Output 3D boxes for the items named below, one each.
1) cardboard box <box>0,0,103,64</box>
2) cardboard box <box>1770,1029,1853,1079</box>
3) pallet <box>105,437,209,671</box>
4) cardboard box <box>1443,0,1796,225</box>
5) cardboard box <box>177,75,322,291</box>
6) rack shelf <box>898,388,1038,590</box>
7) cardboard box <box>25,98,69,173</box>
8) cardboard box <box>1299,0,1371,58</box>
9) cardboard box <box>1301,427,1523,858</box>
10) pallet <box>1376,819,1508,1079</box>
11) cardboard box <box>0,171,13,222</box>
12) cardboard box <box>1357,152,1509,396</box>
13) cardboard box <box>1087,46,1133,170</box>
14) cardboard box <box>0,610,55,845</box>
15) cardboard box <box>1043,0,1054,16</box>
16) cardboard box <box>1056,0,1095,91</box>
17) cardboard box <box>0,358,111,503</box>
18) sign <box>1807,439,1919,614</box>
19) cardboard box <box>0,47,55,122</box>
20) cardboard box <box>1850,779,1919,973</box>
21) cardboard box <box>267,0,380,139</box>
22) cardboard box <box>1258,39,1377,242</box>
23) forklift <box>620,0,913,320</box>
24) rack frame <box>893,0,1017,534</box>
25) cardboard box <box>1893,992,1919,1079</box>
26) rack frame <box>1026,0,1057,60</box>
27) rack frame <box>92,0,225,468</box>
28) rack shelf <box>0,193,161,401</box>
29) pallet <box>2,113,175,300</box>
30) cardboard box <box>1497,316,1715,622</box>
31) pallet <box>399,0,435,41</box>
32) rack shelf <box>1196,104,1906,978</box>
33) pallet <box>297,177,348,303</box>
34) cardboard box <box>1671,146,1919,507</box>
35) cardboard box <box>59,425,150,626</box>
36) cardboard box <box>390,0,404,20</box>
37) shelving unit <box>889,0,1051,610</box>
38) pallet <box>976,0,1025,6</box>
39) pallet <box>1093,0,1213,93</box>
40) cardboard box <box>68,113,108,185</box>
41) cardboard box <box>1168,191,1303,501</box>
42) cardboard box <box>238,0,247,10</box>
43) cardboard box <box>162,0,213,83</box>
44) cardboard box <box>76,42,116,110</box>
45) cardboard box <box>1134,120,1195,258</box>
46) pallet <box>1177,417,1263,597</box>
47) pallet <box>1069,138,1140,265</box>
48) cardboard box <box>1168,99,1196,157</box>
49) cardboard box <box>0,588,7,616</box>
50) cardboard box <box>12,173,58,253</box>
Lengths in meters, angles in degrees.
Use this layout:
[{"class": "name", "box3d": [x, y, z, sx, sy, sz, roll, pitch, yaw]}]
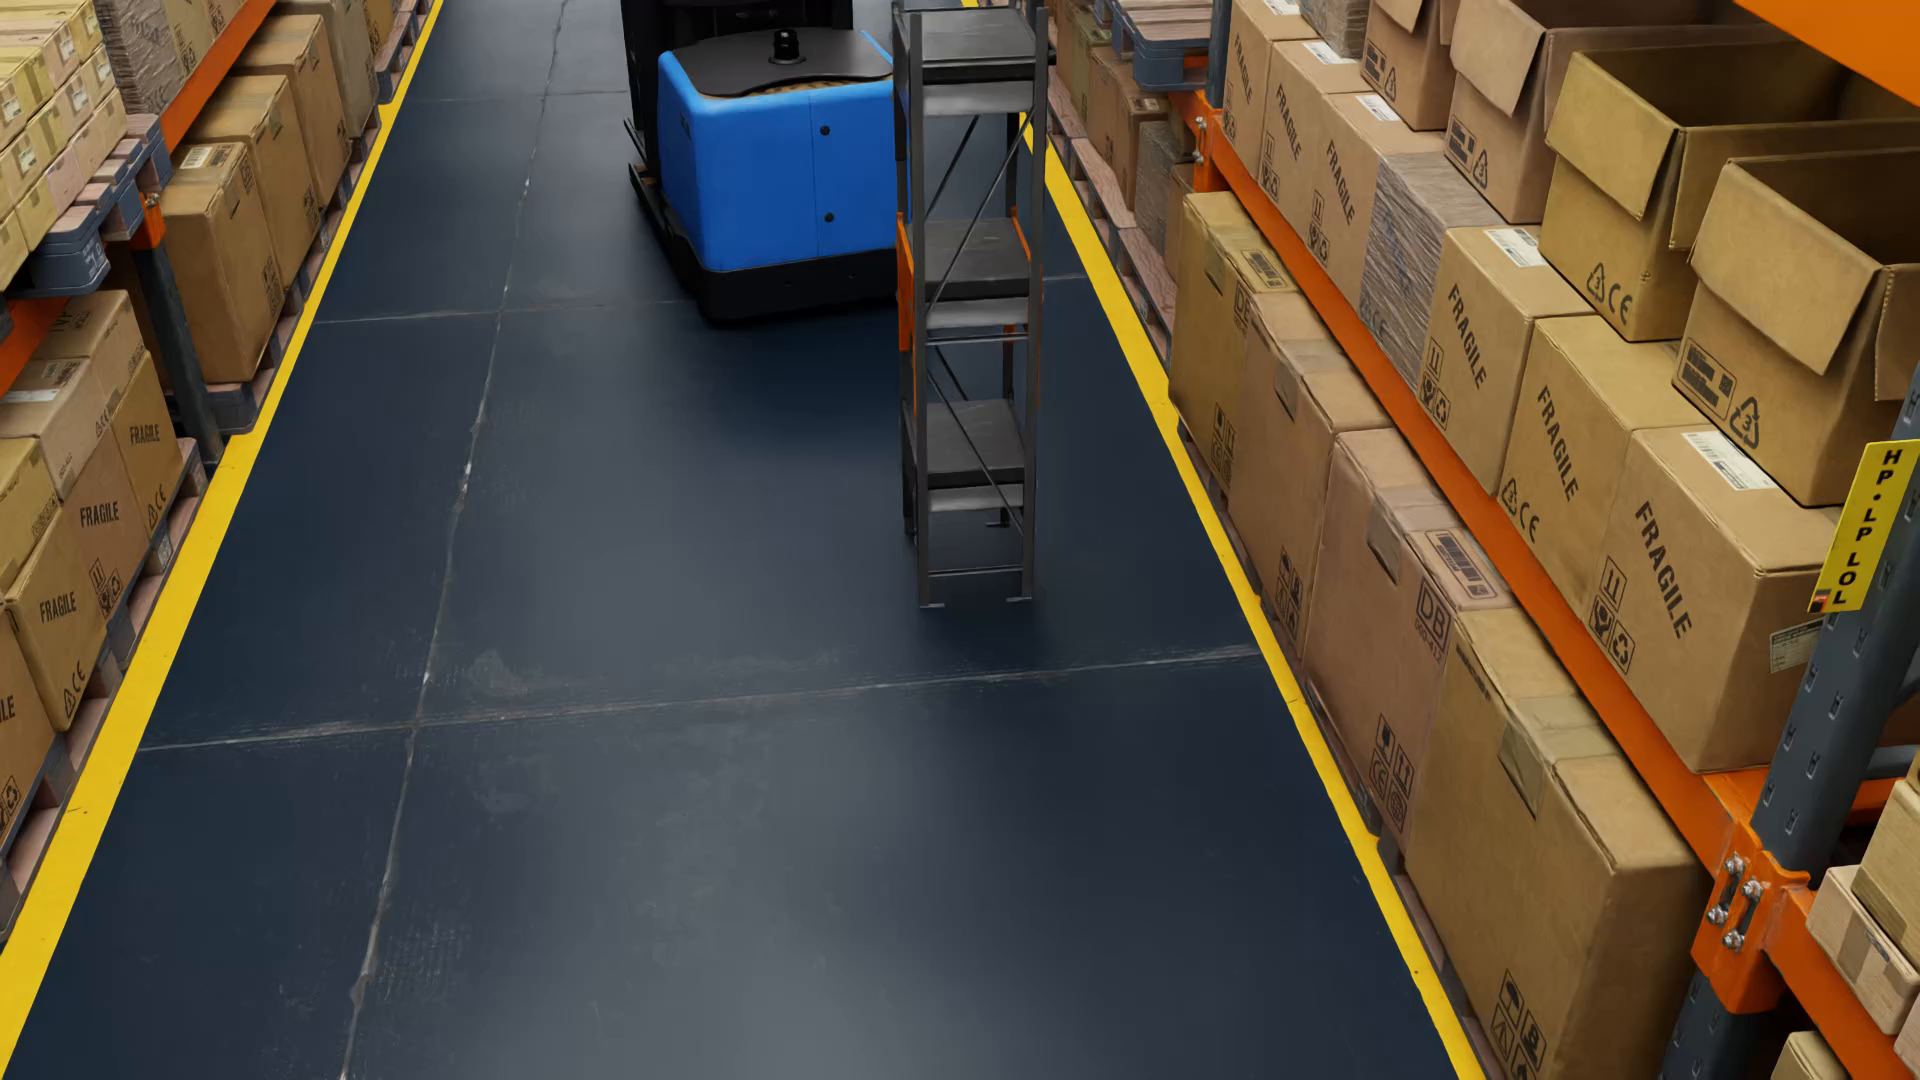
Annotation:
[{"class": "cardboard box", "box3d": [-2.964, -1.608, 5.268, 0.380, 0.149, 0.250, -6, 35, -8]}, {"class": "cardboard box", "box3d": [1.991, 1.461, 2.957, 0.875, 0.875, 0.875, -4, 35, -6]}, {"class": "pallet", "box3d": [-3.381, 0.057, 5.978, 1.003, 0.211, 1.213, -4, 35, -6]}, {"class": "cardboard box", "box3d": [1.708, -1.159, 4.308, 0.797, 0.503, 0.637, -3, 34, -5]}, {"class": "cardboard box", "box3d": [-3.598, -1.609, 7.573, 1.050, 0.750, 0.750, -4, 34, -6]}, {"class": "rack shelf", "box3d": [0.022, -0.186, 5.925, 0.431, 0.518, 0.480, -4, 35, -6]}, {"class": "cardboard box", "box3d": [-2.891, -1.187, 4.914, 0.380, 0.149, 0.250, -4, 34, -5]}, {"class": "cardboard box", "box3d": [1.526, -1.897, 5.390, 0.797, 0.503, 0.637, -3, 34, -5]}, {"class": "cardboard box", "box3d": [1.755, 0.232, 4.760, 1.225, 0.875, 0.875, -6, 35, -8]}, {"class": "pallet", "box3d": [1.804, 1.109, 4.435, 1.003, 0.211, 1.213, -4, 35, -6]}, {"class": "cardboard box", "box3d": [-2.827, -0.908, 4.505, 0.380, 0.149, 0.250, -5, 35, -7]}, {"class": "cardboard box", "box3d": [1.449, -0.747, 4.594, 0.500, 0.500, 0.500, -4, 35, -6]}, {"class": "cardboard box", "box3d": [1.088, -2.307, 8.801, 0.700, 0.500, 0.500, -7, 35, -10]}, {"class": "cardboard box", "box3d": [-2.940, 0.542, 4.639, 0.500, 0.500, 0.500, -4, 34, -6]}, {"class": "cardboard box", "box3d": [0.807, -3.768, 10.963, 0.500, 0.500, 0.500, 6, 35, 9]}, {"class": "cardboard box", "box3d": [0.967, -2.887, 9.652, 0.700, 0.500, 0.500, -7, 35, -10]}, {"class": "cardboard box", "box3d": [-3.054, -0.339, 5.264, 0.500, 0.250, 0.500, -4, 34, -6]}, {"class": "sign", "box3d": [1.446, -0.017, 2.654, 0.100, 0.325, 0.005, -4, 35, -6]}, {"class": "cardboard box", "box3d": [-2.897, -1.321, 4.847, 0.380, 0.149, 0.250, -3, 34, -5]}, {"class": "cardboard box", "box3d": [1.786, 0.603, 2.571, 0.500, 0.250, 0.500, -5, 35, -7]}, {"class": "cardboard box", "box3d": [-3.850, -2.668, 9.126, 1.050, 0.750, 0.750, -5, 35, -7]}, {"class": "cardboard box", "box3d": [1.311, -1.312, 5.423, 0.500, 0.500, 0.500, -5, 35, -8]}, {"class": "forklift", "box3d": [-1.146, -3.041, 8.110, 1.130, 2.935, 3.031, -11, 36, -16]}, {"class": "rack frame", "box3d": [-0.011, -0.911, 5.723, 0.400, 2.100, 0.015, -4, 35, -6]}, {"class": "cardboard box", "box3d": [1.728, 0.822, 2.603, 0.380, 0.149, 0.250, -5, 35, -8]}, {"class": "rack frame", "box3d": [0.906, -4.083, 9.577, 1.000, 3.000, 0.127, -4, 35, -6]}, {"class": "rack frame", "box3d": [-3.484, -1.531, 5.833, 1.000, 3.000, 0.127, -4, 35, -6]}, {"class": "rack shelf", "box3d": [-3.215, -0.118, 4.398, 1.077, 0.370, 4.000, -4, 35, -6]}, {"class": "pallet", "box3d": [-3.283, -1.062, 5.315, 1.213, 0.211, 1.003, -4, 35, -6]}, {"class": "cardboard box", "box3d": [1.589, -0.177, 3.757, 0.500, 0.500, 0.500, -3, 34, -5]}, {"class": "pallet", "box3d": [-4.215, -3.723, 11.526, 1.003, 0.211, 1.213, -4, 35, -6]}, {"class": "rack shelf", "box3d": [1.713, -0.437, 4.867, 1.077, 0.370, 4.000, -4, 35, -6]}, {"class": "pallet", "box3d": [-3.677, -1.504, 8.269, 1.003, 0.211, 1.213, -4, 35, -6]}, {"class": "cardboard box", "box3d": [1.888, -0.430, 3.238, 0.797, 0.503, 0.637, -5, 35, -8]}, {"class": "cardboard box", "box3d": [-3.071, -0.034, 5.483, 0.500, 0.500, 0.500, -3, 34, -4]}, {"class": "cardboard box", "box3d": [-4.163, -3.918, 10.849, 0.875, 0.875, 0.875, -4, 34, -6]}, {"class": "shelving unit", "box3d": [0.022, -0.775, 5.523, 0.431, 2.100, 0.503, -4, 35, -6]}, {"class": "pallet", "box3d": [0.613, -3.985, 11.910, 1.003, 0.211, 1.213, -4, 35, -6]}, {"class": "pallet", "box3d": [1.243, -2.161, 6.927, 1.213, 0.211, 1.003, -4, 35, -6]}, {"class": "cardboard box", "box3d": [-2.931, -1.222, 5.229, 0.380, 0.149, 0.250, -4, 35, -7]}, {"class": "cardboard box", "box3d": [1.516, -0.759, 6.214, 1.225, 0.875, 0.875, -6, 35, -9]}, {"class": "cardboard box", "box3d": [-3.481, -2.687, 7.440, 0.500, 0.500, 0.500, -5, 35, -7]}, {"class": "cardboard box", "box3d": [-3.349, -2.127, 6.619, 0.500, 0.500, 0.500, -5, 35, -7]}, {"class": "cardboard box", "box3d": [-2.967, -1.483, 5.348, 0.380, 0.149, 0.250, -4, 34, -5]}, {"class": "cardboard box", "box3d": [1.247, -1.680, 7.881, 0.700, 0.500, 0.500, -7, 35, -10]}, {"class": "pallet", "box3d": [1.475, -0.252, 6.433, 1.003, 0.211, 1.213, -4, 35, -6]}, {"class": "pallet", "box3d": [1.180, -1.814, 8.724, 1.003, 0.211, 1.213, -4, 35, -6]}, {"class": "cardboard box", "box3d": [1.243, -1.976, 7.649, 0.500, 0.250, 0.500, -1, 34, -1]}, {"class": "cardboard box", "box3d": [-2.922, 0.236, 4.421, 0.500, 0.250, 0.500, -3, 34, -5]}, {"class": "cardboard box", "box3d": [-2.866, -0.939, 4.814, 0.380, 0.149, 0.250, -5, 35, -7]}]
